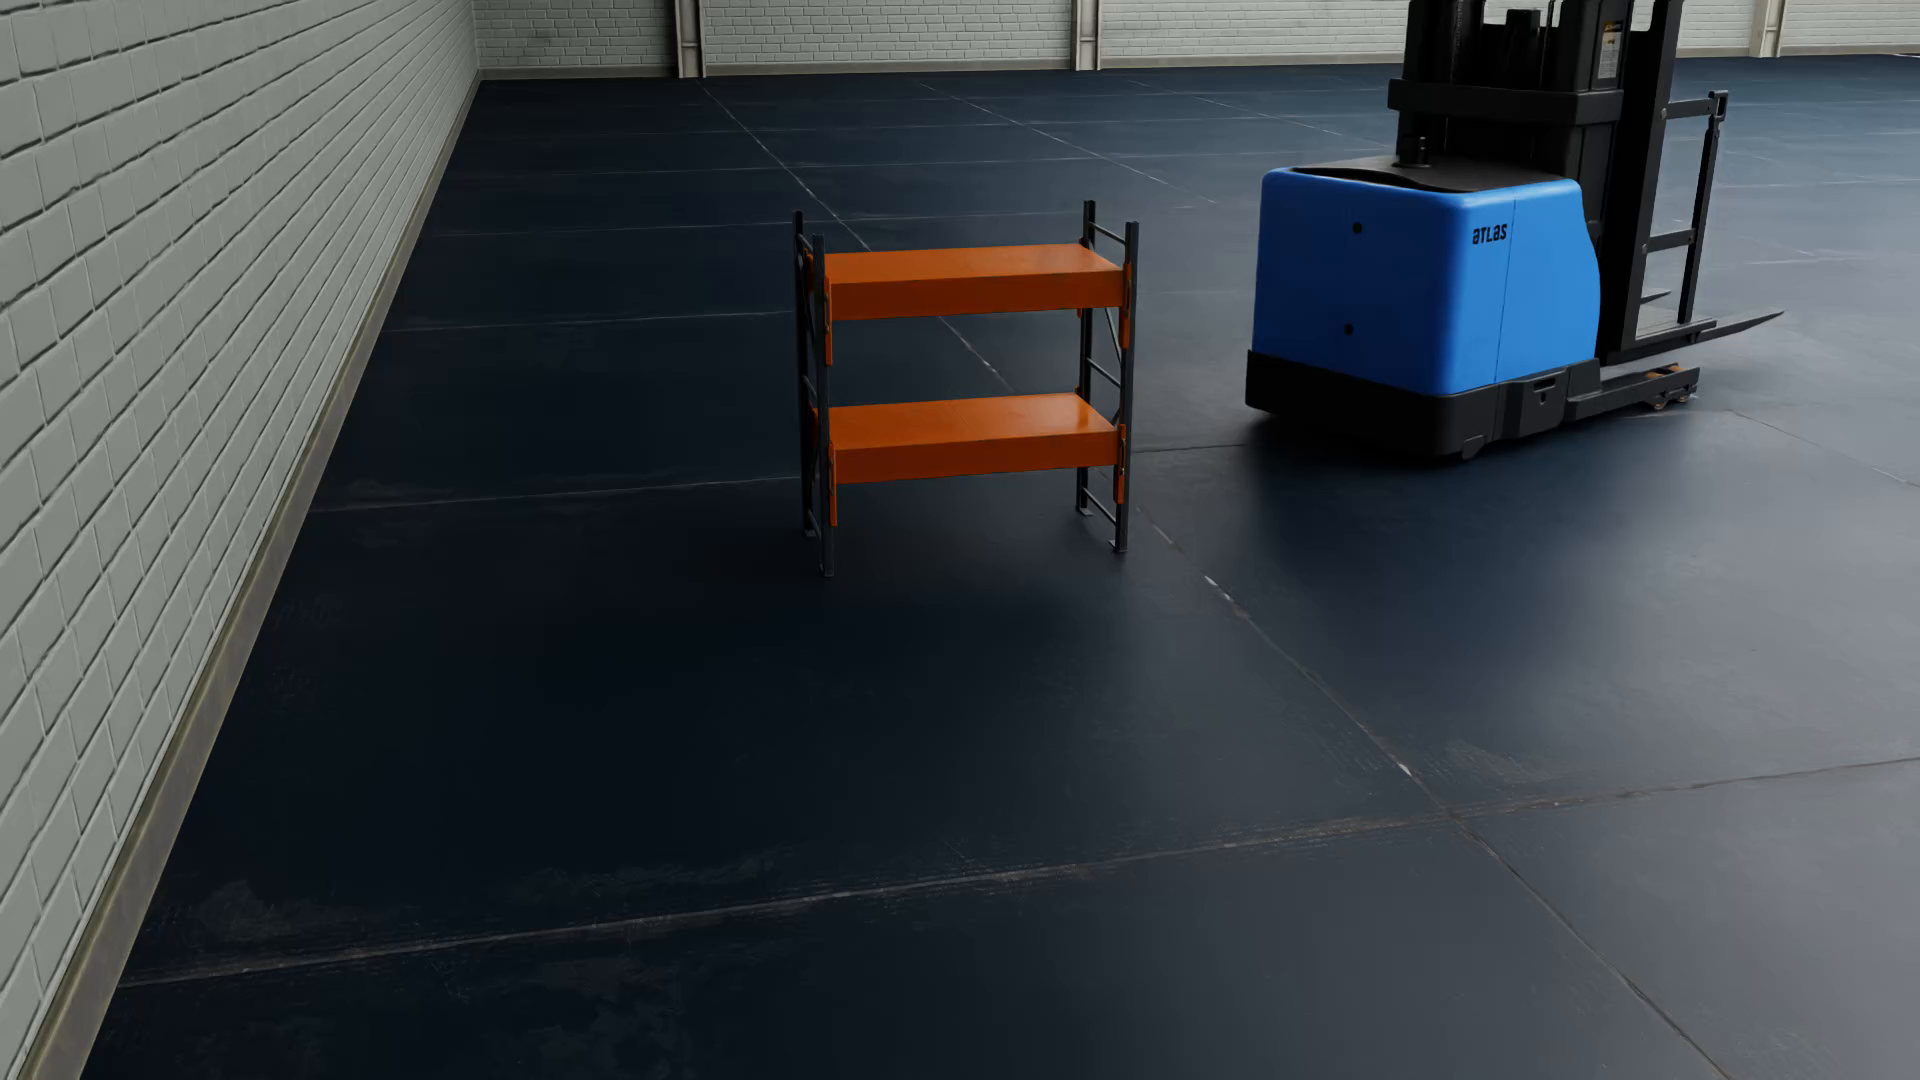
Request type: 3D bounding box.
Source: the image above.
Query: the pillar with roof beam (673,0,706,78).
[{"bbox_3d":[-2.924,-9.545,18.788,0.400,9.000,9.100,-5,21,-12],"label":"pillar with roof beam"}]

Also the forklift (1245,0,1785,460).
[{"bbox_3d":[2.714,-2.084,7.243,3.031,2.935,1.130,-15,25,-35],"label":"forklift"}]

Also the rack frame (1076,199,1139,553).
[{"bbox_3d":[0.501,-0.569,5.732,0.032,1.125,0.500,-5,21,-12],"label":"rack frame"}]

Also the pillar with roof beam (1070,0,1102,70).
[{"bbox_3d":[2.915,-10.019,20.084,0.400,9.000,9.100,-5,21,-12],"label":"pillar with roof beam"}]

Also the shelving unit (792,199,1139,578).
[{"bbox_3d":[0.007,-0.529,5.623,1.048,1.125,0.538,-5,21,-12],"label":"shelving unit"}]

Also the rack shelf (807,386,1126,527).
[{"bbox_3d":[0.007,-0.299,5.707,1.000,0.278,0.538,-5,21,-12],"label":"rack shelf"}]

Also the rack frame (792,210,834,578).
[{"bbox_3d":[-0.488,-0.488,5.513,0.032,1.125,0.500,-5,21,-12],"label":"rack frame"}]

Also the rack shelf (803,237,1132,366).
[{"bbox_3d":[0.007,-0.804,5.522,1.000,0.278,0.538,-5,21,-12],"label":"rack shelf"}]

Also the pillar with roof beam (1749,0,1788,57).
[{"bbox_3d":[14.593,-10.969,22.677,0.400,9.000,9.100,-5,21,-12],"label":"pillar with roof beam"}]
